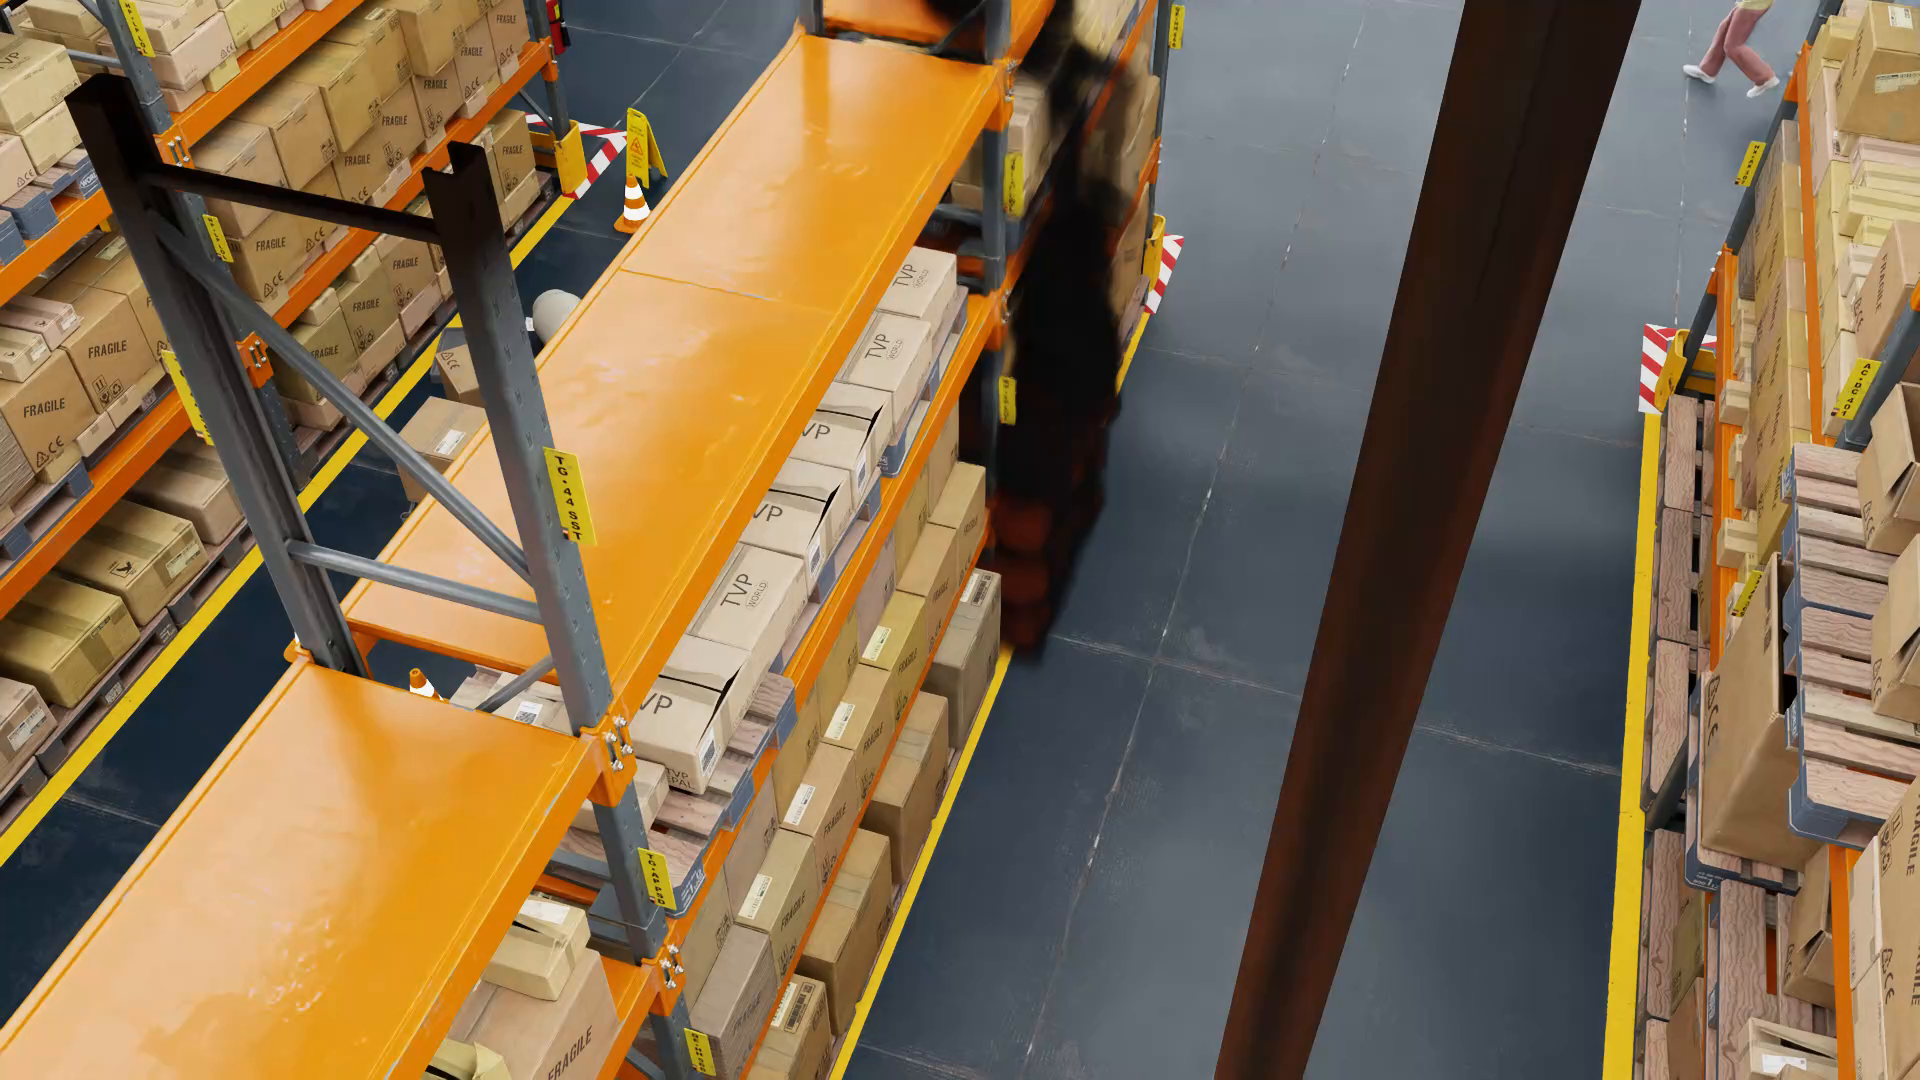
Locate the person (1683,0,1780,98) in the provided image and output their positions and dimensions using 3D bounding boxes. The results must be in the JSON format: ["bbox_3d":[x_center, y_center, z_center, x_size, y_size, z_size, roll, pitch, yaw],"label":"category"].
[{"bbox_3d":[6.963,-4.662,14.527,0.588,1.643,0.896,-32,54,-28],"label":"person"}]
